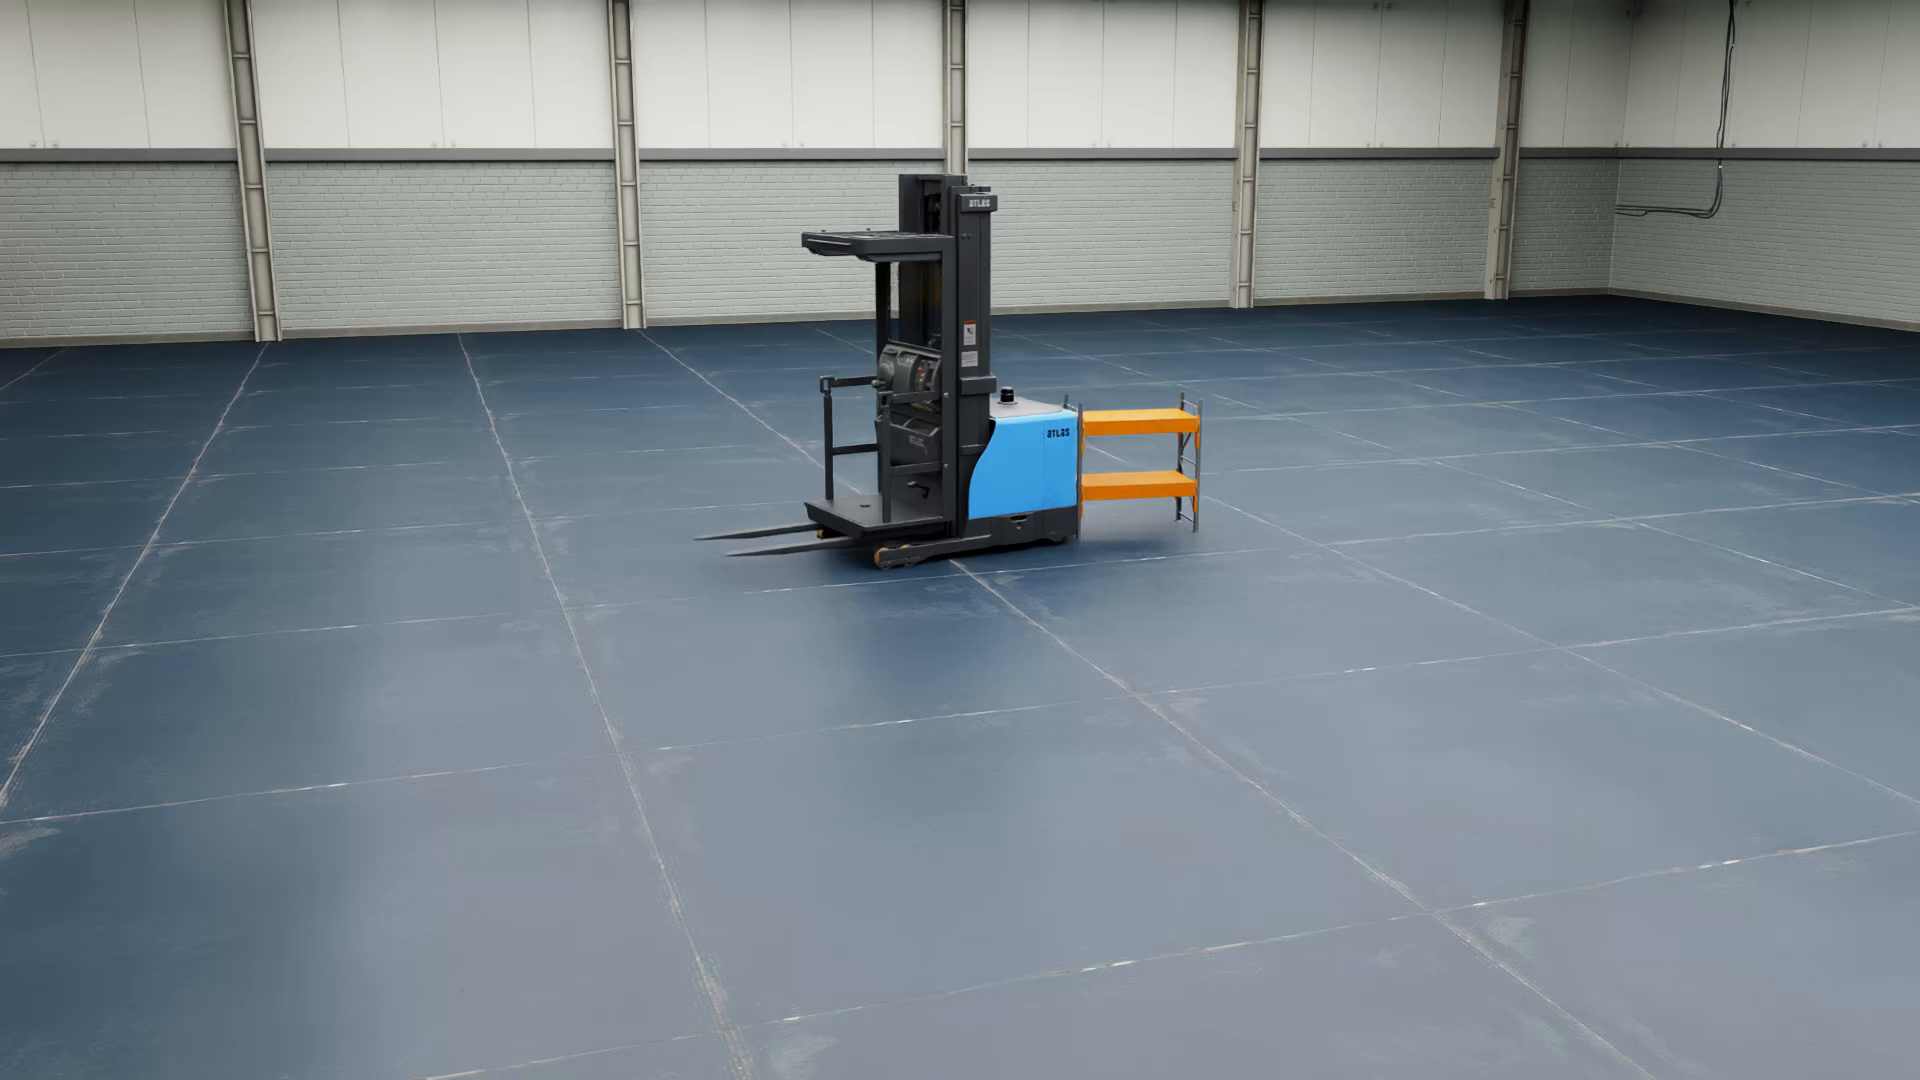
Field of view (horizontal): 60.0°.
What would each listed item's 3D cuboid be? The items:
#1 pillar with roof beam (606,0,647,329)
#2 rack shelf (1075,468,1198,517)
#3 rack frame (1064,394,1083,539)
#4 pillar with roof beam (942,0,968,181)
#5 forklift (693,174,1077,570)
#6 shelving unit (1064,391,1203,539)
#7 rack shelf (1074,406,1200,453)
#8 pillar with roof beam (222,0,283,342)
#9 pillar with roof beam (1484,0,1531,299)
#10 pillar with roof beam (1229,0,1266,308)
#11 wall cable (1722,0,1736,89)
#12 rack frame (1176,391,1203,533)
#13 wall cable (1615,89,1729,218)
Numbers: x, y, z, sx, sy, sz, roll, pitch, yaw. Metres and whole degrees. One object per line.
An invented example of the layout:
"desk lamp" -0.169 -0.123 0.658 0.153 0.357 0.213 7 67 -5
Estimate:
"pillar with roof beam" -4.400 -7.192 24.434 0.400 9.000 9.100 -4 14 -18
"rack shelf" 1.430 -0.401 13.954 1.000 0.278 0.538 -3 14 -11
"rack frame" 0.931 -0.616 13.801 0.032 1.125 0.500 -3 14 -11
"pillar with roof beam" 1.287 -7.635 26.296 0.400 9.000 9.100 -4 14 -18
"forklift" -0.579 -1.337 12.932 3.031 2.935 1.130 -8 15 -30
"shelving unit" 1.430 -0.639 13.898 1.048 1.125 0.538 -3 14 -11
"rack shelf" 1.430 -0.924 13.830 1.000 0.278 0.538 -3 14 -11
"pillar with roof beam" -10.087 -6.750 22.573 0.400 9.000 9.100 -4 14 -18
"pillar with roof beam" 12.660 -8.521 30.019 0.400 9.000 9.100 -4 14 -18
"pillar with roof beam" 6.973 -8.078 28.158 0.400 9.000 9.100 -4 14 -18
"wall cable" 15.364 -9.746 30.964 0.112 2.526 3.097 -4 14 -18
"rack frame" 1.928 -0.662 13.995 0.032 1.125 0.500 -3 14 -11
"wall cable" 14.501 -7.882 34.043 0.112 2.526 3.097 -4 14 -18
